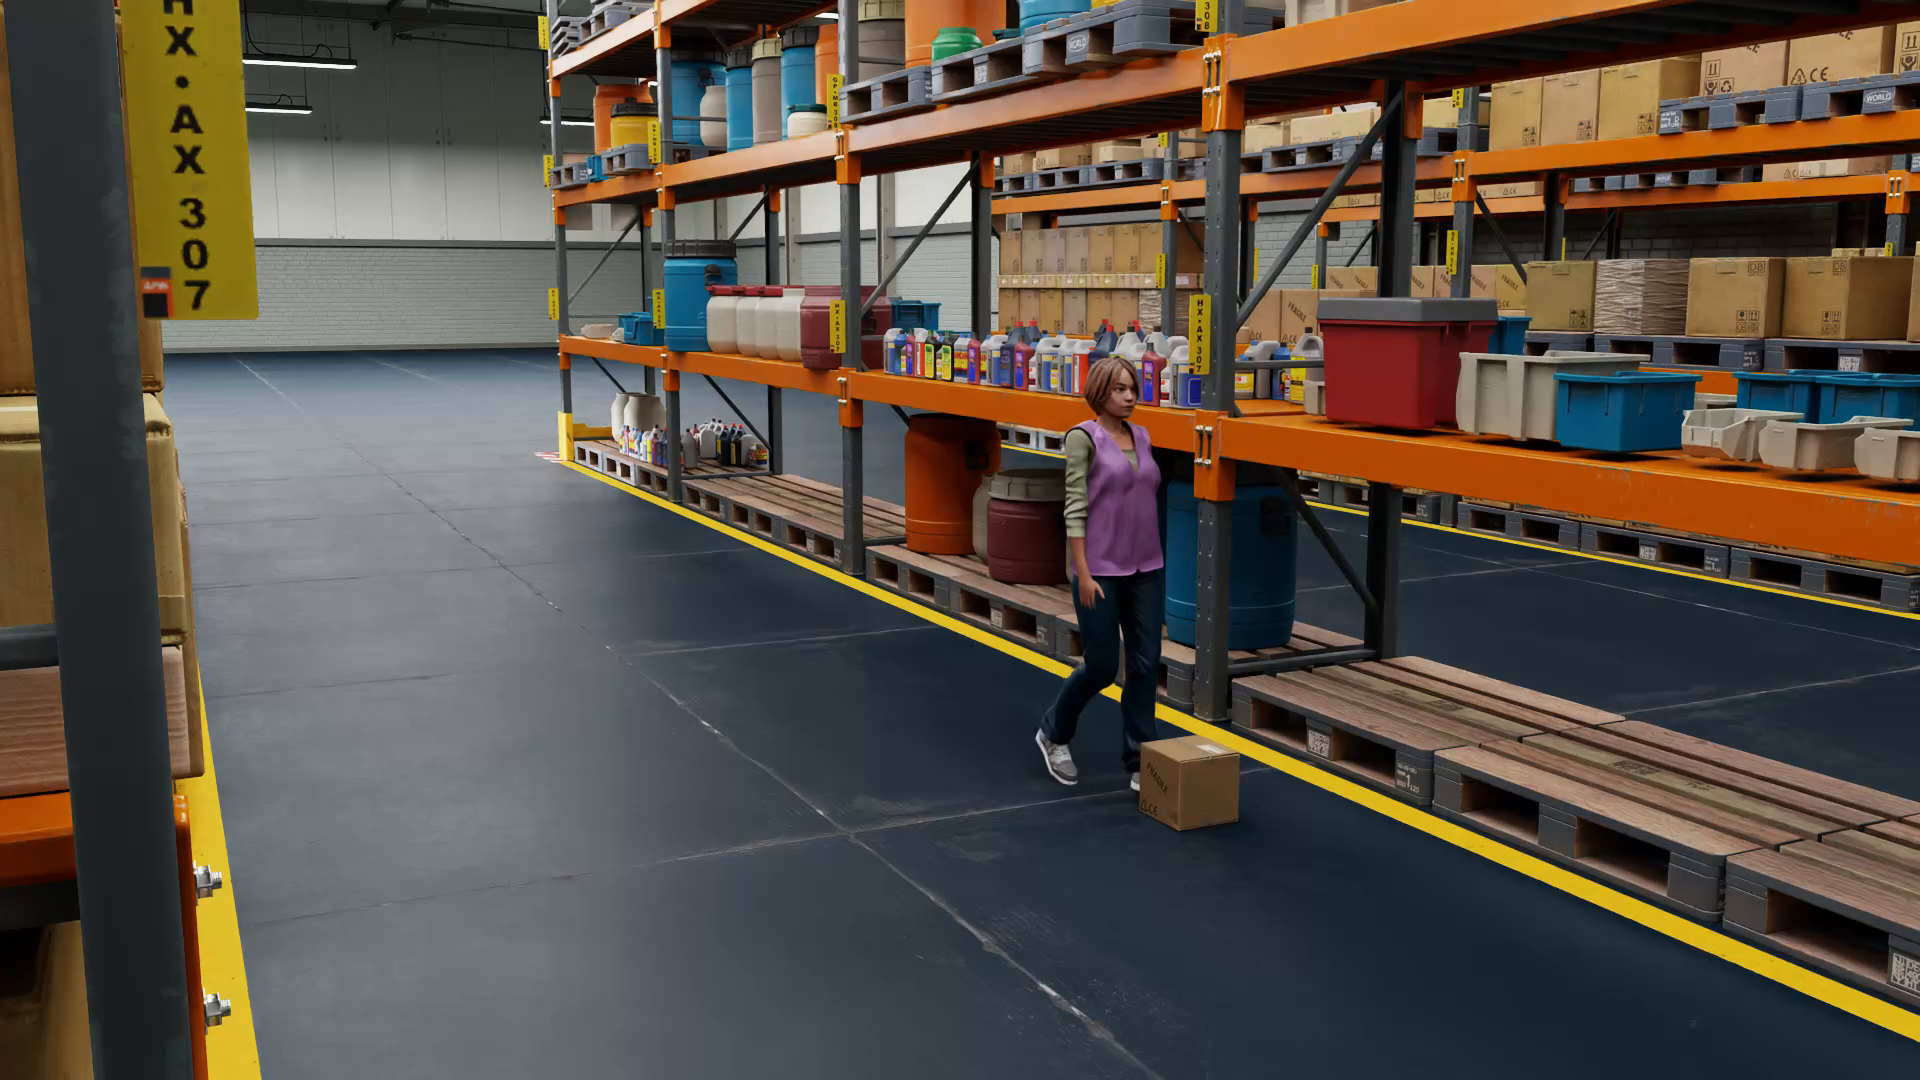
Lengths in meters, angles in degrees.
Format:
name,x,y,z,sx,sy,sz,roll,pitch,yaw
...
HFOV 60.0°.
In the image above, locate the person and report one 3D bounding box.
name,x,y,z,sx,sy,sz,roll,pitch,yaw
person,0.579,0.131,6.044,0.419,1.591,0.635,-6,10,-33
